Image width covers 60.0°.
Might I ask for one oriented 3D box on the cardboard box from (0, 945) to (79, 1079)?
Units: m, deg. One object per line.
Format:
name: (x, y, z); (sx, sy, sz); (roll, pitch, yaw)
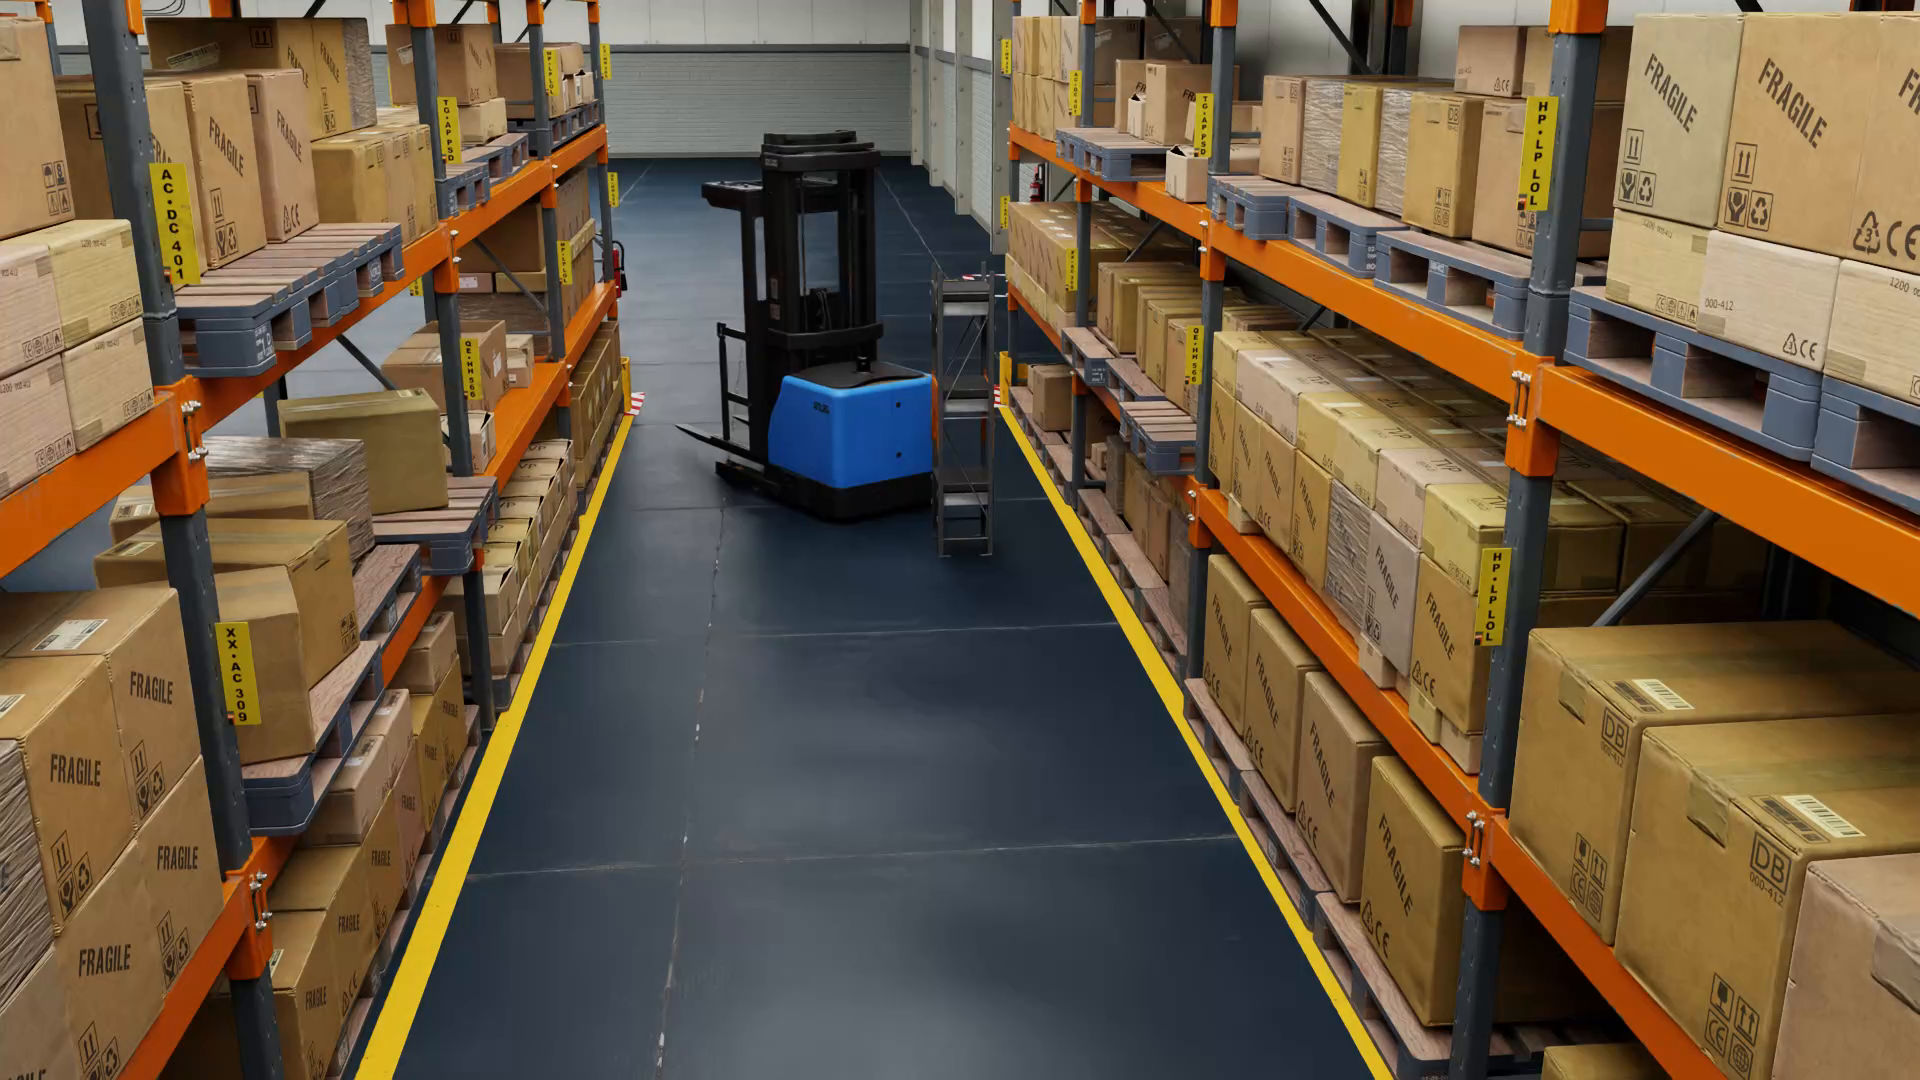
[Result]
cardboard box: (-2.275, 1.231, 3.580); (0.500, 0.500, 0.500); (-1, 17, -4)

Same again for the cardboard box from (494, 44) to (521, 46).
cardboard box: (-4.030, -3.986, 14.257); (0.500, 0.500, 0.500); (-2, 18, -6)

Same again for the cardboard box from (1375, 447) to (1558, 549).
cardboard box: (1.889, -0.163, 6.241); (0.500, 0.250, 0.500); (-1, 17, -4)

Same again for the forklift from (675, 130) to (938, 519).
forklift: (-1.442, -1.944, 13.977); (1.130, 2.935, 3.031); (-13, 22, -35)

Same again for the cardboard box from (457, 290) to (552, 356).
cardboard box: (-3.569, -1.732, 13.018); (0.700, 0.500, 0.500); (-2, 18, -7)

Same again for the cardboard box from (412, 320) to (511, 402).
cardboard box: (-3.400, -1.213, 11.367); (0.500, 0.500, 0.500); (-1, 17, -2)

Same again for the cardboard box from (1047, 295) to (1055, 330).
cardboard box: (1.016, -1.925, 14.016); (0.500, 0.250, 0.500); (-2, 18, -5)

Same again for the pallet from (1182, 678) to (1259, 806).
pallet: (1.829, 1.053, 8.970); (1.003, 0.211, 1.213); (-2, 18, -6)

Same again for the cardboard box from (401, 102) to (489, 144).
cardboard box: (-3.404, -2.764, 11.016); (0.500, 0.250, 0.500); (-3, 18, -11)

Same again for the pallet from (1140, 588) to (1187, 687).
pallet: (1.743, 0.583, 10.467); (1.003, 0.211, 1.213); (-2, 18, -6)

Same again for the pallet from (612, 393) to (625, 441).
pallet: (-3.809, -1.187, 16.105); (1.003, 0.211, 1.213); (-2, 18, -6)

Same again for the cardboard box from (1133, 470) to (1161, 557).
cardboard box: (1.618, -0.199, 11.742); (0.700, 0.500, 0.500); (-2, 17, -5)

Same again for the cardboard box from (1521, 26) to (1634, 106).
cardboard box: (2.275, -1.635, 5.717); (0.500, 0.250, 0.500); (-1, 17, -2)

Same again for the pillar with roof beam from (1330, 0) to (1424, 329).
pillar with roof beam: (-1.733, -3.658, 9.304); (9.100, 9.000, 0.400); (-2, 18, -6)

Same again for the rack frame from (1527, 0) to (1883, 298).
rack frame: (2.235, -2.185, 4.613); (1.000, 3.000, 0.127); (-2, 18, -6)

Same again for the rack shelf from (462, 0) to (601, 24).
rack shelf: (-3.723, -4.476, 13.780); (1.077, 0.370, 4.000); (-2, 18, -6)

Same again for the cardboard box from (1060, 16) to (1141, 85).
cardboard box: (1.089, -3.812, 12.935); (0.500, 0.500, 0.500); (-3, 18, -10)

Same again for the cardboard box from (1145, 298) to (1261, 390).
cardboard box: (1.613, -1.282, 10.852); (0.700, 0.500, 0.500); (-2, 18, -6)

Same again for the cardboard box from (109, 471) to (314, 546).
cardboard box: (-2.935, 0.059, 6.613); (0.700, 0.500, 0.500); (-6, 19, -20)

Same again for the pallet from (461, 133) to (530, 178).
pallet: (-3.413, -2.629, 11.356); (0.805, 0.209, 1.217); (-2, 18, -8)

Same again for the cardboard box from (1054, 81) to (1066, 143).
cardboard box: (1.073, -3.488, 13.572); (0.500, 0.500, 0.500); (-3, 18, -10)

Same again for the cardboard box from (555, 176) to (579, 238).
cardboard box: (-3.776, -2.948, 14.728); (0.700, 0.500, 0.500); (-2, 18, -5)

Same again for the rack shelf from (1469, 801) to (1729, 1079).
rack shelf: (2.441, 1.616, 3.721); (1.077, 0.370, 4.000); (-2, 18, -6)

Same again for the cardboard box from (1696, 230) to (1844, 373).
cardboard box: (2.082, -0.564, 3.840); (0.500, 0.250, 0.500); (-2, 18, -7)

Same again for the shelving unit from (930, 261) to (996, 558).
shelving unit: (0.017, -0.952, 12.205); (0.431, 2.100, 0.503); (-2, 18, -6)

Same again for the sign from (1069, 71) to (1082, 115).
sign: (0.871, -3.365, 12.516); (0.100, 0.325, 0.005); (-2, 18, -6)

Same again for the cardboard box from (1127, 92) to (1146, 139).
cardboard box: (1.450, -2.946, 11.494); (0.500, 0.311, 0.500); (-1, 17, -4)

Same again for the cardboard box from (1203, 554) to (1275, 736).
cardboard box: (1.768, 0.534, 8.856); (0.750, 0.750, 0.750); (-2, 18, -6)

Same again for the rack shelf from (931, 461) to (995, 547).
rack shelf: (0.017, -0.272, 12.419); (0.431, 0.518, 0.480); (-2, 18, -6)

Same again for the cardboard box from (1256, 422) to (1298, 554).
cardboard box: (1.713, -0.257, 7.790); (0.500, 0.500, 0.500); (-2, 18, -6)

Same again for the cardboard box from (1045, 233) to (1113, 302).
cardboard box: (0.996, -2.282, 13.902); (0.500, 0.500, 0.500); (-2, 18, -6)

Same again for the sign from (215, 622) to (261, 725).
sign: (-2.153, 0.399, 4.952); (0.100, 0.325, 0.005); (-2, 18, -6)

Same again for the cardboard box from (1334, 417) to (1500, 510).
cardboard box: (1.837, -0.315, 6.725); (0.500, 0.250, 0.500); (-1, 17, -5)

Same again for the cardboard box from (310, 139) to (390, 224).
cardboard box: (-2.920, -1.403, 6.964); (0.910, 0.500, 0.500); (-2, 18, -6)

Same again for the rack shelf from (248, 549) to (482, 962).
rack shelf: (-2.898, 0.579, 7.026); (1.077, 0.370, 4.000); (-2, 18, -6)

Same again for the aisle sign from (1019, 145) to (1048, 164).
aisle sign: (0.692, -4.150, 16.549); (0.394, 0.787, 0.004); (-2, 18, -6)

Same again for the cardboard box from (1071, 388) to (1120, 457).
cardboard box: (1.263, -1.031, 14.393); (0.500, 0.500, 0.500); (-3, 18, -10)

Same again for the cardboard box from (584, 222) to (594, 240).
cardboard box: (-3.672, -2.915, 15.704); (0.380, 0.149, 0.250); (-1, 17, -4)

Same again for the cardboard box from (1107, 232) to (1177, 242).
cardboard box: (1.520, -2.303, 13.969); (0.500, 0.500, 0.500); (-2, 18, -6)

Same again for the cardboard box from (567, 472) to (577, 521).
cardboard box: (-3.186, -0.326, 12.597); (0.500, 0.250, 0.500); (-2, 18, -6)

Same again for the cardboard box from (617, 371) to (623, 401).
cardboard box: (-3.580, -1.482, 16.278); (0.500, 0.250, 0.500); (-2, 18, -6)

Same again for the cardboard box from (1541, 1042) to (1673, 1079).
cardboard box: (2.210, 1.896, 5.103); (0.700, 0.500, 0.500); (-2, 17, -5)

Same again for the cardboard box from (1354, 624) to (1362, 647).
cardboard box: (1.842, 0.391, 6.810); (0.380, 0.149, 0.250); (-2, 18, -6)

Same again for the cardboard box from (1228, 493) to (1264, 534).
cardboard box: (1.587, -0.142, 8.506); (0.380, 0.149, 0.250); (-1, 17, -4)

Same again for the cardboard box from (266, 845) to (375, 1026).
cardboard box: (-2.565, 1.504, 6.317); (0.500, 0.500, 0.500); (-2, 17, -5)

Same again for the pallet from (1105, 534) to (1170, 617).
pallet: (1.621, 0.221, 11.622); (1.003, 0.211, 1.213); (-2, 18, -6)

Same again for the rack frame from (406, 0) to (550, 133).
rack frame: (-3.517, -4.414, 11.714); (1.000, 3.000, 0.127); (-2, 18, -6)

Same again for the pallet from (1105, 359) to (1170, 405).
pallet: (1.578, -1.011, 11.211); (1.003, 0.211, 1.213); (-2, 18, -6)

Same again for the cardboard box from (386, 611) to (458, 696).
cardboard box: (-2.764, 0.553, 8.095); (0.500, 0.250, 0.500); (-1, 17, -4)

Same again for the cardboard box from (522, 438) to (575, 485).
cardboard box: (-3.190, -0.596, 12.521); (0.500, 0.311, 0.500); (-2, 18, -6)

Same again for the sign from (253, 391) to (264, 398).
sign: (-3.656, -0.894, 8.585); (0.100, 0.325, 0.005); (-2, 18, -6)
